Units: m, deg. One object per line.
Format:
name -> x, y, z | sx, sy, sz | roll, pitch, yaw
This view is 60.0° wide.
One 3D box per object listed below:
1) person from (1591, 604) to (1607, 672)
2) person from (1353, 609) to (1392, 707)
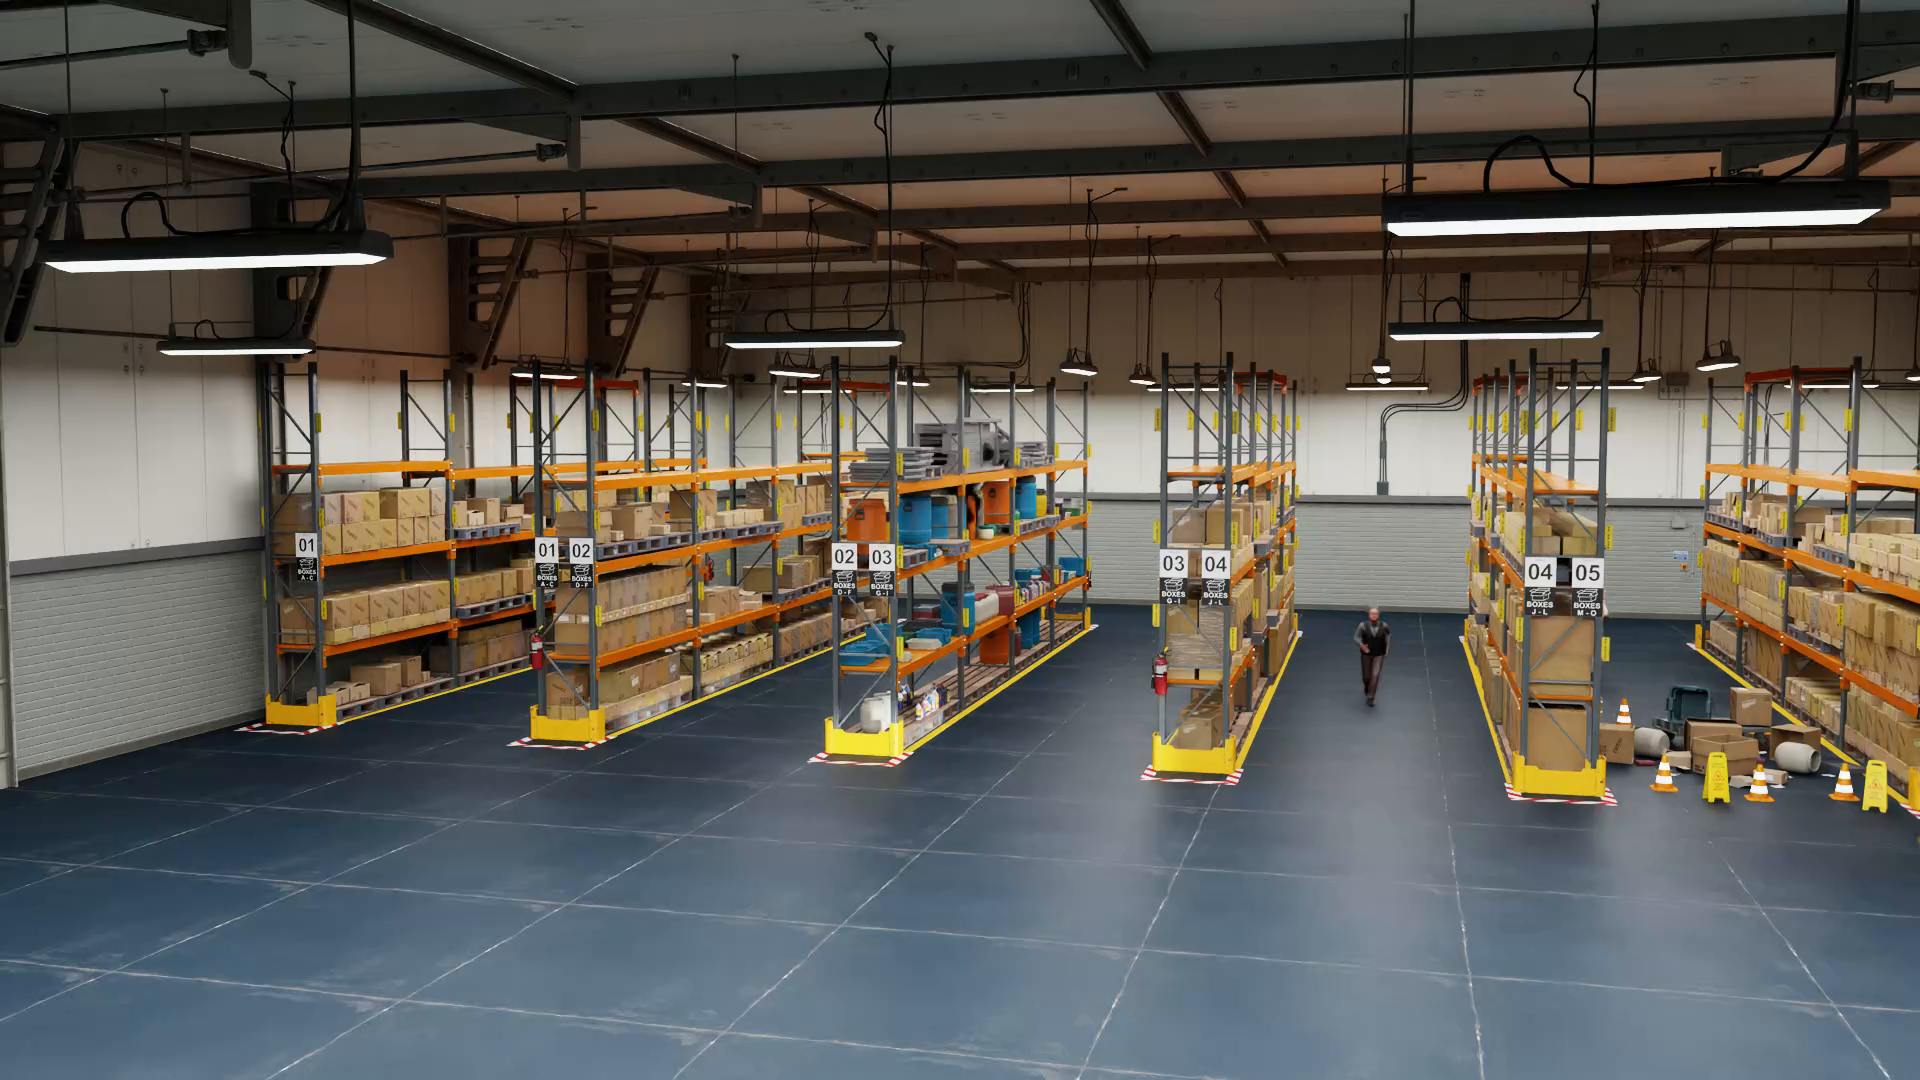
person -> 12.651, 1.773, 33.462 | 0.651, 1.743, 0.607 | 1, 4, 10
person -> 7.372, 2.068, 29.715 | 0.683, 1.714, 0.944 | 1, 4, 10
